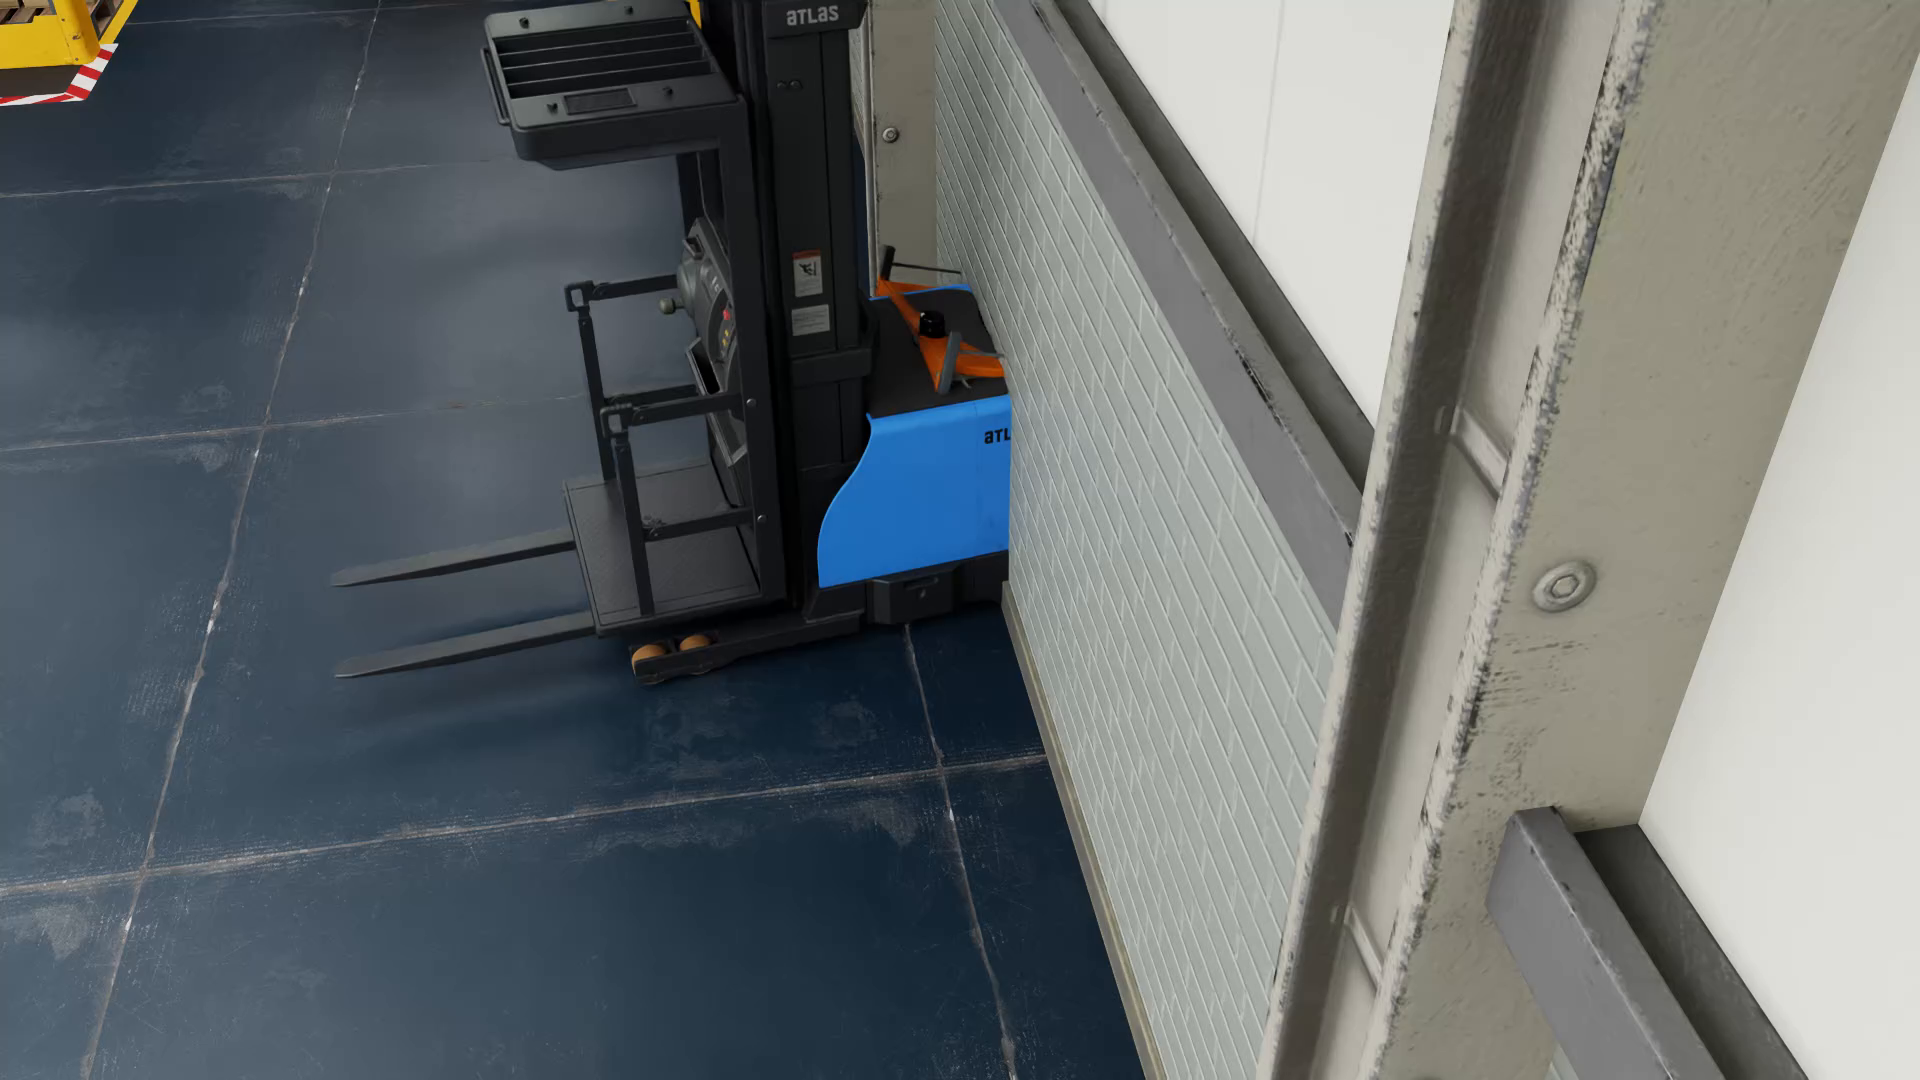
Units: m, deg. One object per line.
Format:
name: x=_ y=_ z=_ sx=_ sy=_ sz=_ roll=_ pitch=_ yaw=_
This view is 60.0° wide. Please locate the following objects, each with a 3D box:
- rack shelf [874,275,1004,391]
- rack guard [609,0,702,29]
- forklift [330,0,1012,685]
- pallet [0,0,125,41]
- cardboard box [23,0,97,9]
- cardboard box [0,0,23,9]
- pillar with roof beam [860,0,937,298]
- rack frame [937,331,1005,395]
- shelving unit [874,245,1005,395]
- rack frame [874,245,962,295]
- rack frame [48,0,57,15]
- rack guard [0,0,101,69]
rack shelf: x=-0.011 y=-0.825 z=7.262 sx=0.538 sy=0.278 sz=1.000 roll=4 pitch=28 yaw=-21
rack guard: x=-2.107 y=-4.228 z=12.785 sx=1.175 sy=0.500 sz=0.348 roll=-6 pitch=38 yaw=-8
forklift: x=-1.179 y=-0.918 z=6.543 sx=3.031 sy=2.935 sz=1.130 roll=-11 pitch=39 yaw=-14
pallet: x=-7.118 y=-4.133 z=12.898 sx=1.003 sy=0.211 sz=1.213 roll=-6 pitch=38 yaw=-8
cardboard box: x=-6.866 y=-4.291 z=12.727 sx=0.500 sy=0.250 sz=0.500 roll=-7 pitch=38 yaw=-8
cardboard box: x=-7.408 y=-4.248 z=12.671 sx=0.500 sy=0.250 sz=0.500 roll=-6 pitch=38 yaw=-8
pillar with roof beam: x=-4.532 y=-4.029 z=5.602 sx=9.100 sy=9.000 sz=0.400 roll=-6 pitch=38 yaw=-8
rack frame: x=0.074 y=-0.324 z=6.969 sx=0.500 sy=1.125 sz=0.032 roll=4 pitch=28 yaw=-21
shelving unit: x=-0.077 y=-0.569 z=7.388 sx=0.538 sy=1.125 sz=1.048 roll=4 pitch=28 yaw=-21
rack frame: x=-0.227 y=-0.814 z=7.808 sx=0.500 sy=1.125 sz=0.032 roll=4 pitch=28 yaw=-21
rack frame: x=-6.997 y=-4.694 z=11.347 sx=1.000 sy=3.000 sz=0.127 roll=-6 pitch=38 yaw=-8
rack guard: x=-7.011 y=-3.753 z=12.173 sx=1.175 sy=0.500 sz=0.348 roll=-6 pitch=38 yaw=-8
